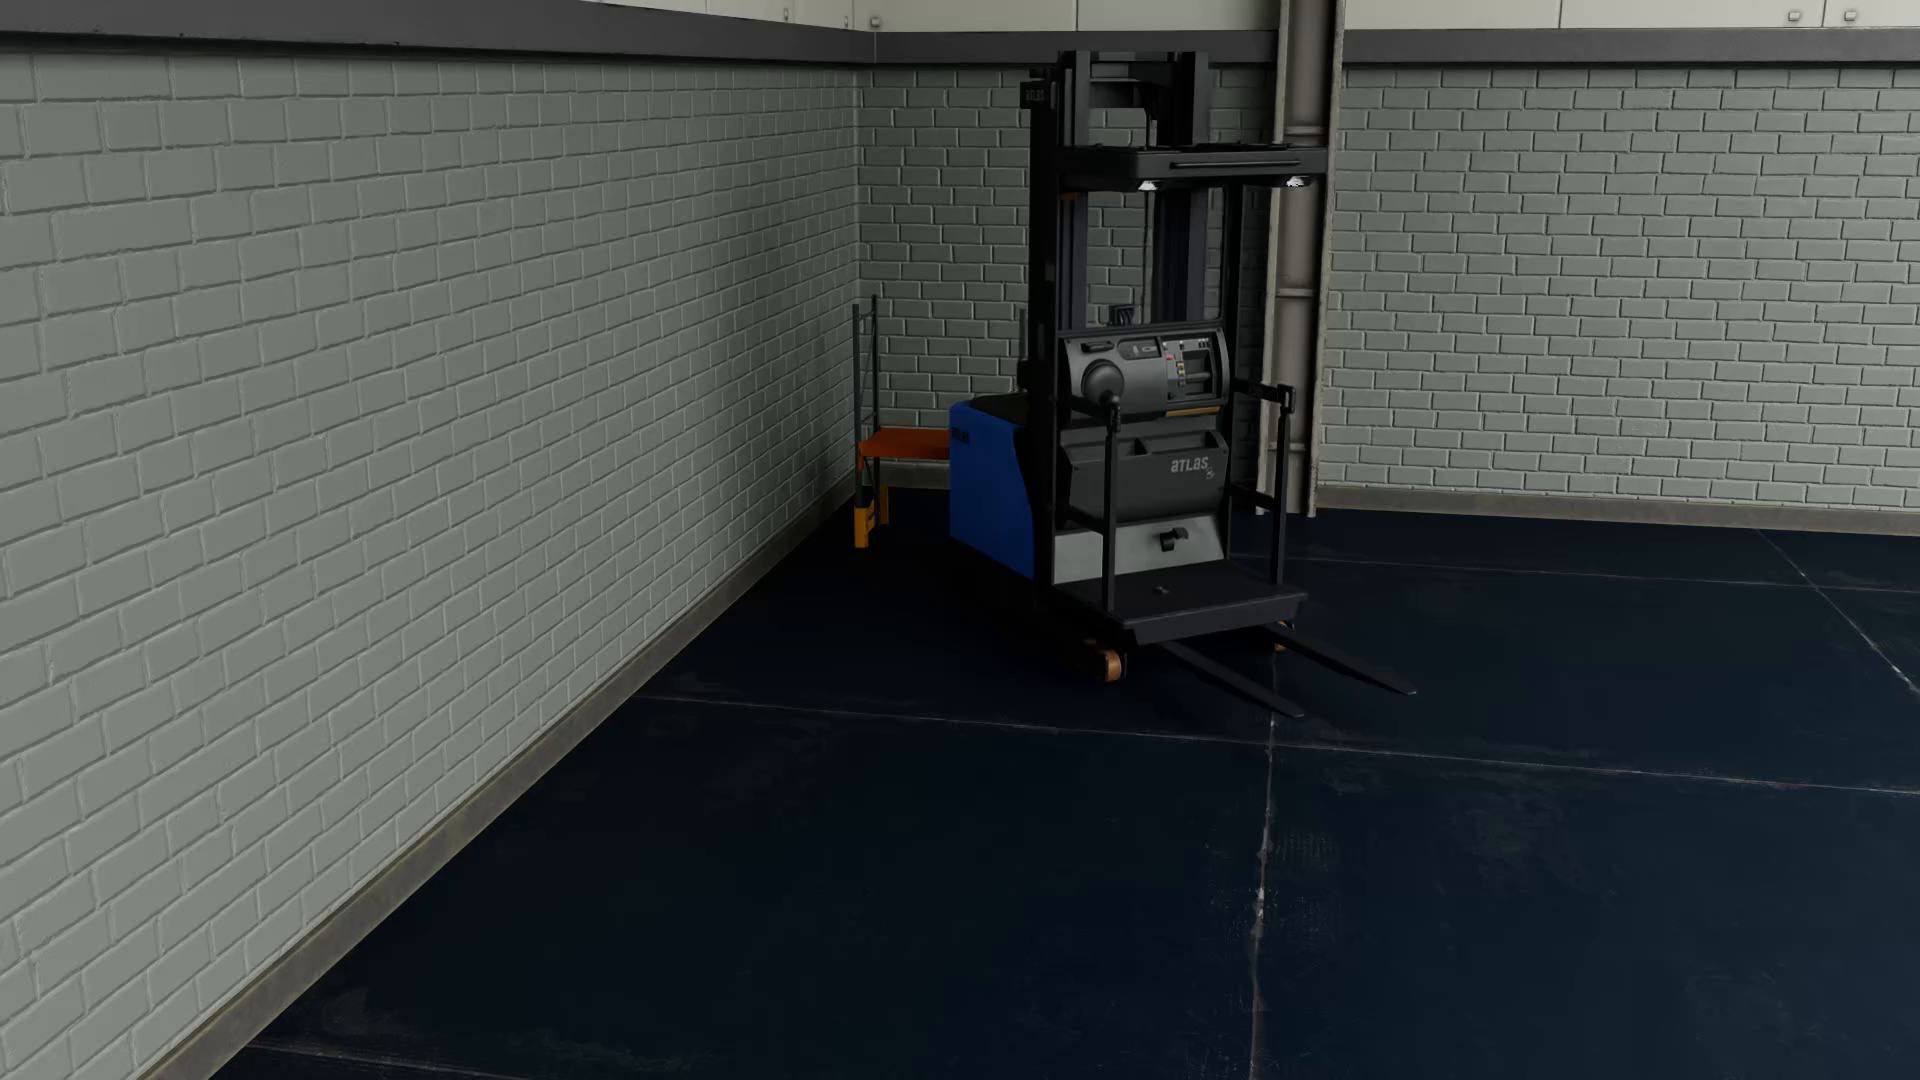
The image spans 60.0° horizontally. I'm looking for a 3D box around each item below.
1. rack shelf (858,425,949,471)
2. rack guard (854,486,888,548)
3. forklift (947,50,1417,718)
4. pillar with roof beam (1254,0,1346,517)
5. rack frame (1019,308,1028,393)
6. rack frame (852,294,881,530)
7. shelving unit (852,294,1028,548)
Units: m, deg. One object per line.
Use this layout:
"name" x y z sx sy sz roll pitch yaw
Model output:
"rack shelf" -0.084 -0.554 10.356 1.000 0.185 0.538 3 16 11
"rack guard" -0.563 -0.151 10.569 0.087 0.250 0.587 3 16 11
"forklift" 1.030 -0.857 8.095 1.130 2.935 3.031 -8 17 -25
"pillar with roof beam" 1.336 -3.412 5.951 0.400 9.000 9.100 3 16 11
"rack frame" 0.415 -0.700 10.211 0.032 1.500 0.500 3 16 11
"rack frame" -0.582 -0.754 10.406 0.032 1.500 0.500 3 16 11
"shelving unit" -0.075 -0.727 10.306 1.083 1.500 0.587 3 16 11
